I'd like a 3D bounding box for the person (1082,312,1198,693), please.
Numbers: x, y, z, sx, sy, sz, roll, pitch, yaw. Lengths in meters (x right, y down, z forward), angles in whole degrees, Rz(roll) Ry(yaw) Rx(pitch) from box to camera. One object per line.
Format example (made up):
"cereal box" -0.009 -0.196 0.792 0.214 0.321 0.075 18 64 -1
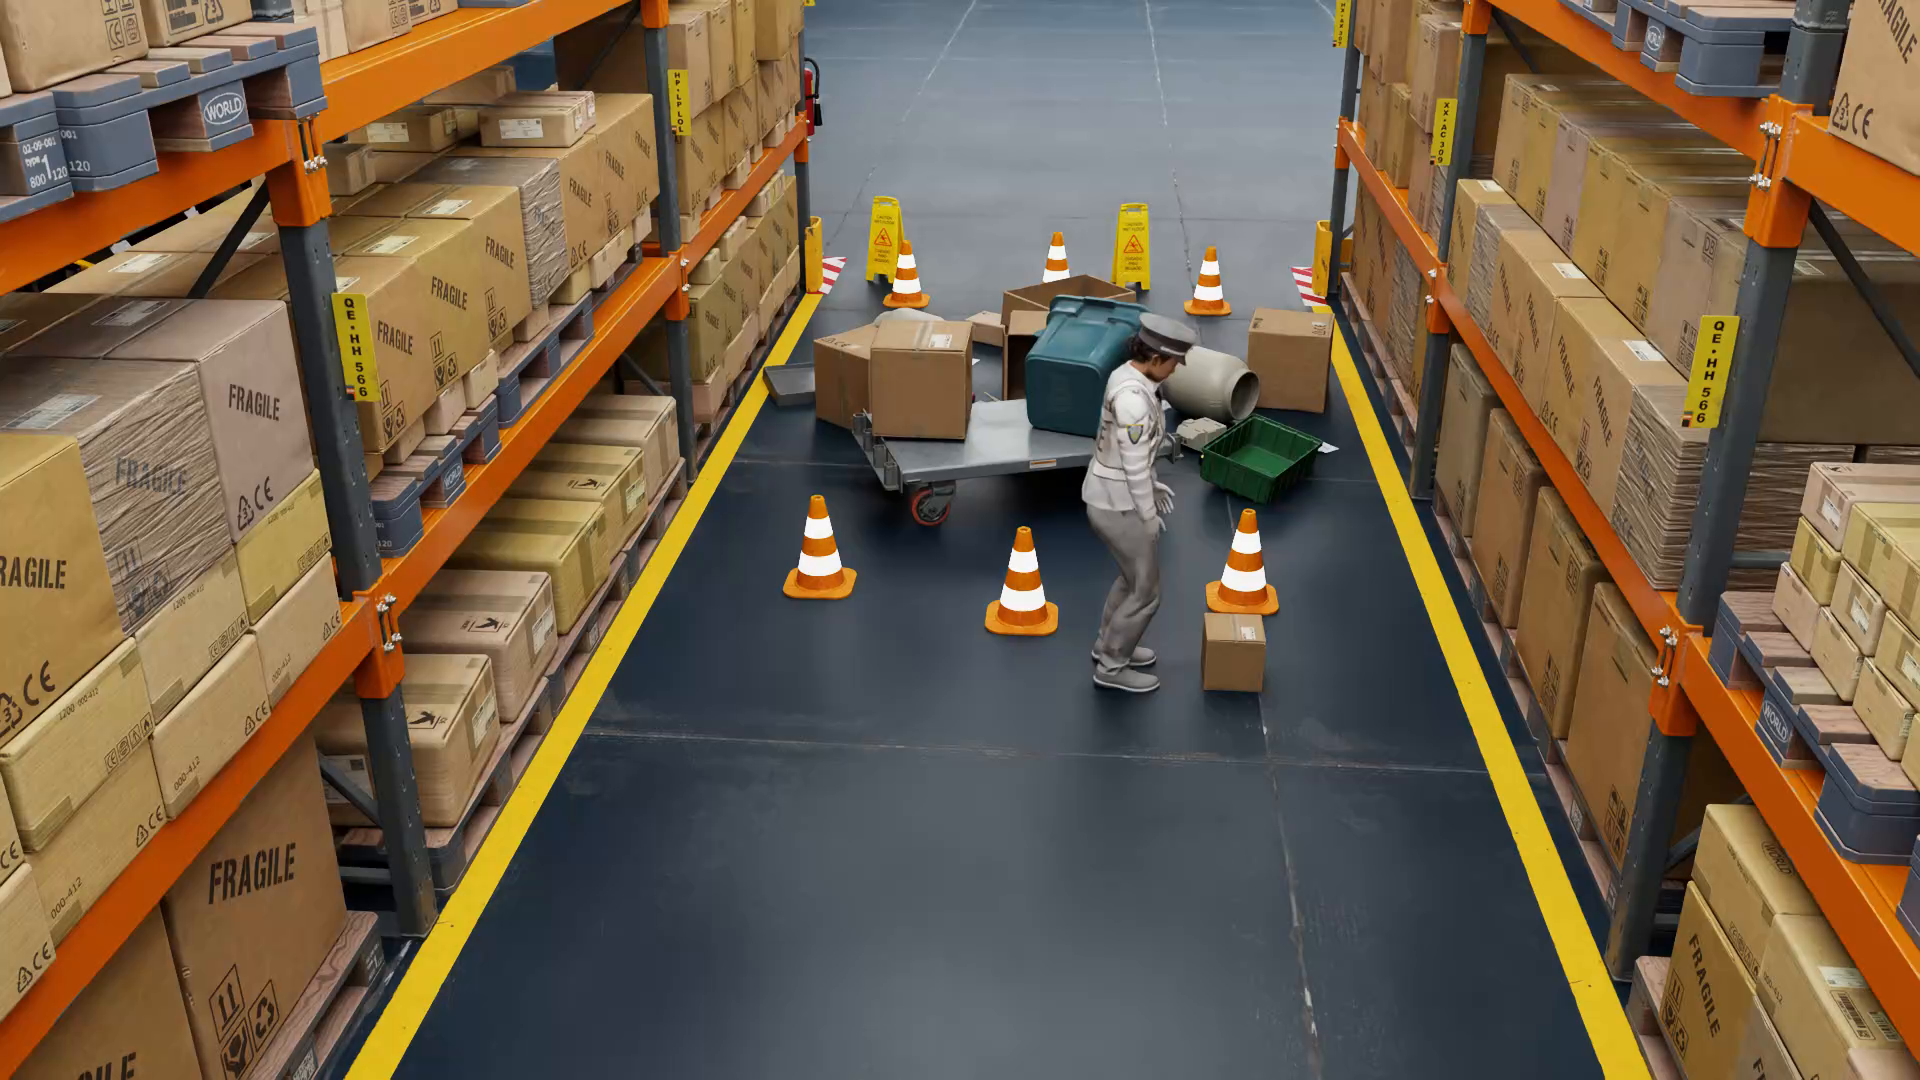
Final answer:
"person" 0.736 -0.159 7.012 0.446 1.626 0.500 2 25 5
